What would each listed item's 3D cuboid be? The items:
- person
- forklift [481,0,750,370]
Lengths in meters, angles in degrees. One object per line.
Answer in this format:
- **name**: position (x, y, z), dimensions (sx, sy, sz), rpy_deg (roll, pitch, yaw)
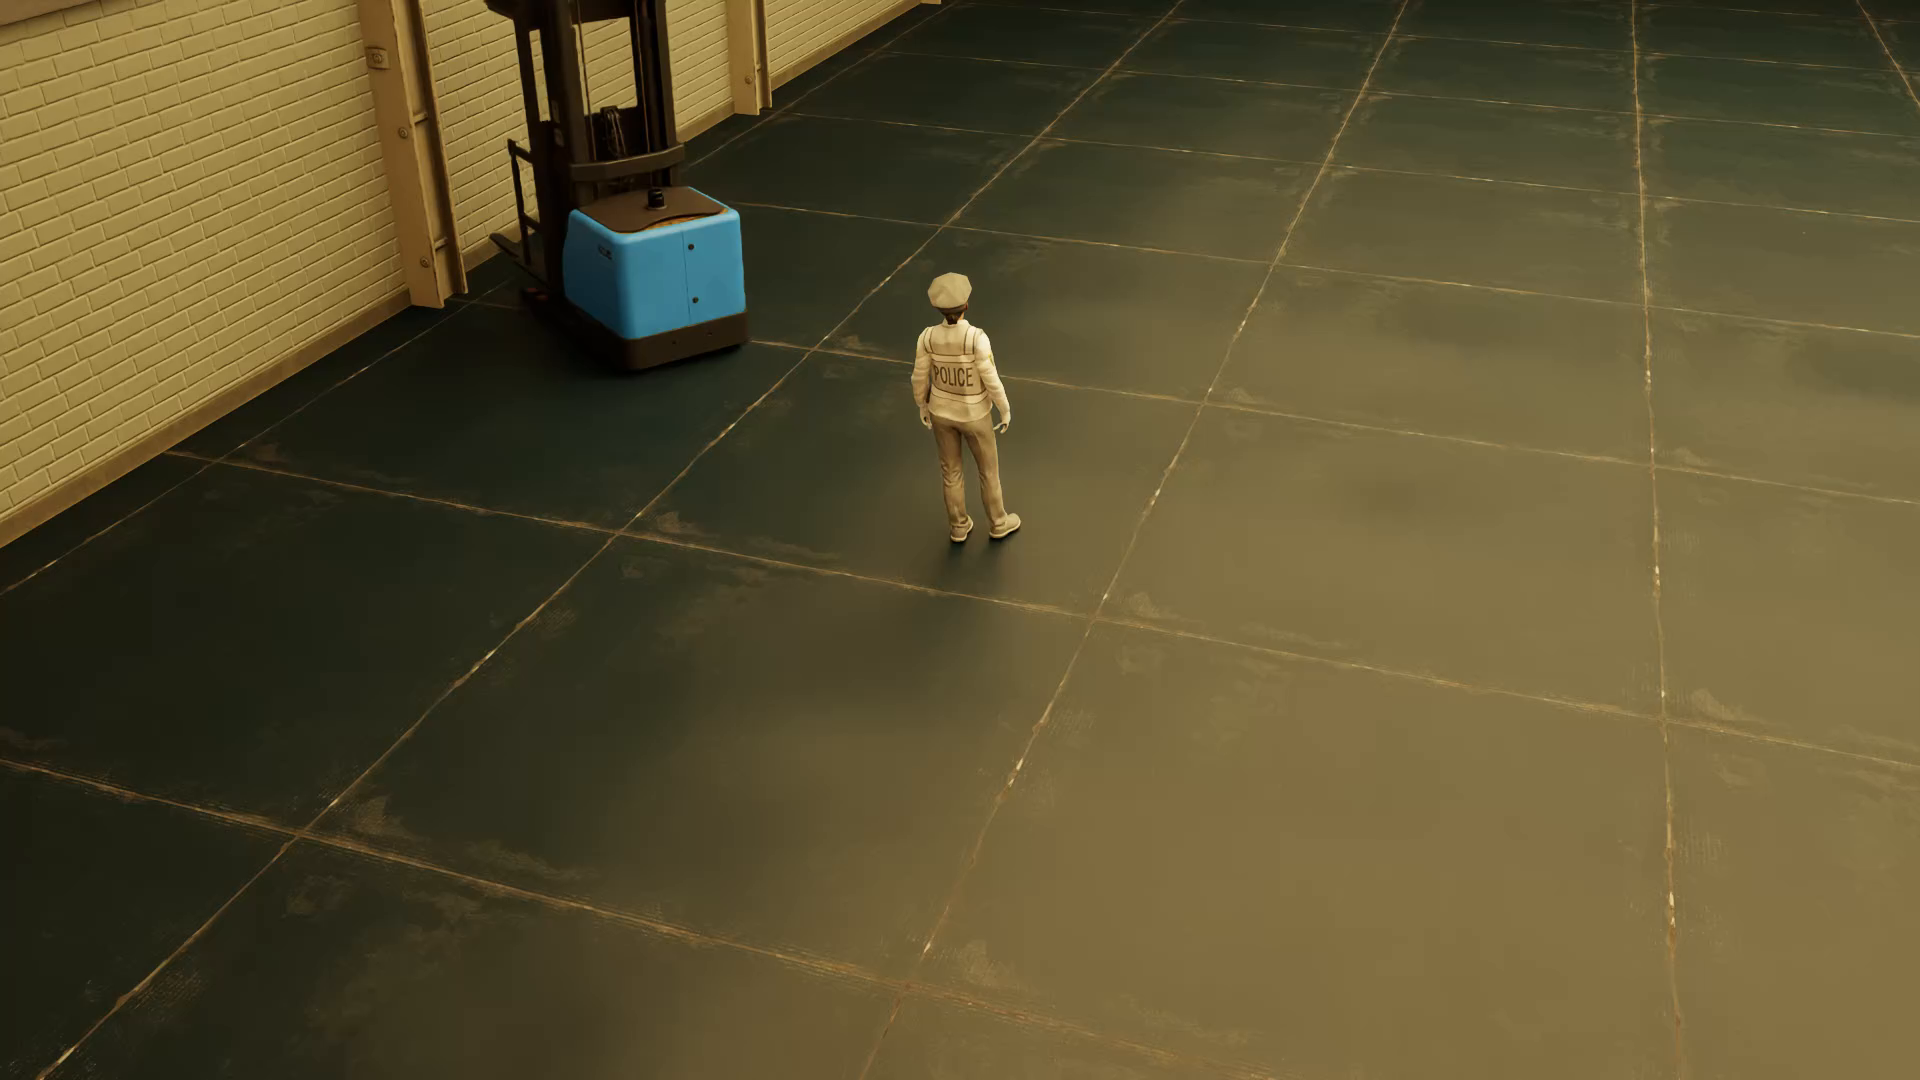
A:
- **person**: position (0.029, -0.774, 9.728), dimensions (0.586, 1.694, 0.530), rpy_deg (10, 31, 16)
- **forklift**: position (-2.872, -3.185, 12.724), dimensions (1.130, 2.935, 3.031), rpy_deg (-20, 35, -31)
